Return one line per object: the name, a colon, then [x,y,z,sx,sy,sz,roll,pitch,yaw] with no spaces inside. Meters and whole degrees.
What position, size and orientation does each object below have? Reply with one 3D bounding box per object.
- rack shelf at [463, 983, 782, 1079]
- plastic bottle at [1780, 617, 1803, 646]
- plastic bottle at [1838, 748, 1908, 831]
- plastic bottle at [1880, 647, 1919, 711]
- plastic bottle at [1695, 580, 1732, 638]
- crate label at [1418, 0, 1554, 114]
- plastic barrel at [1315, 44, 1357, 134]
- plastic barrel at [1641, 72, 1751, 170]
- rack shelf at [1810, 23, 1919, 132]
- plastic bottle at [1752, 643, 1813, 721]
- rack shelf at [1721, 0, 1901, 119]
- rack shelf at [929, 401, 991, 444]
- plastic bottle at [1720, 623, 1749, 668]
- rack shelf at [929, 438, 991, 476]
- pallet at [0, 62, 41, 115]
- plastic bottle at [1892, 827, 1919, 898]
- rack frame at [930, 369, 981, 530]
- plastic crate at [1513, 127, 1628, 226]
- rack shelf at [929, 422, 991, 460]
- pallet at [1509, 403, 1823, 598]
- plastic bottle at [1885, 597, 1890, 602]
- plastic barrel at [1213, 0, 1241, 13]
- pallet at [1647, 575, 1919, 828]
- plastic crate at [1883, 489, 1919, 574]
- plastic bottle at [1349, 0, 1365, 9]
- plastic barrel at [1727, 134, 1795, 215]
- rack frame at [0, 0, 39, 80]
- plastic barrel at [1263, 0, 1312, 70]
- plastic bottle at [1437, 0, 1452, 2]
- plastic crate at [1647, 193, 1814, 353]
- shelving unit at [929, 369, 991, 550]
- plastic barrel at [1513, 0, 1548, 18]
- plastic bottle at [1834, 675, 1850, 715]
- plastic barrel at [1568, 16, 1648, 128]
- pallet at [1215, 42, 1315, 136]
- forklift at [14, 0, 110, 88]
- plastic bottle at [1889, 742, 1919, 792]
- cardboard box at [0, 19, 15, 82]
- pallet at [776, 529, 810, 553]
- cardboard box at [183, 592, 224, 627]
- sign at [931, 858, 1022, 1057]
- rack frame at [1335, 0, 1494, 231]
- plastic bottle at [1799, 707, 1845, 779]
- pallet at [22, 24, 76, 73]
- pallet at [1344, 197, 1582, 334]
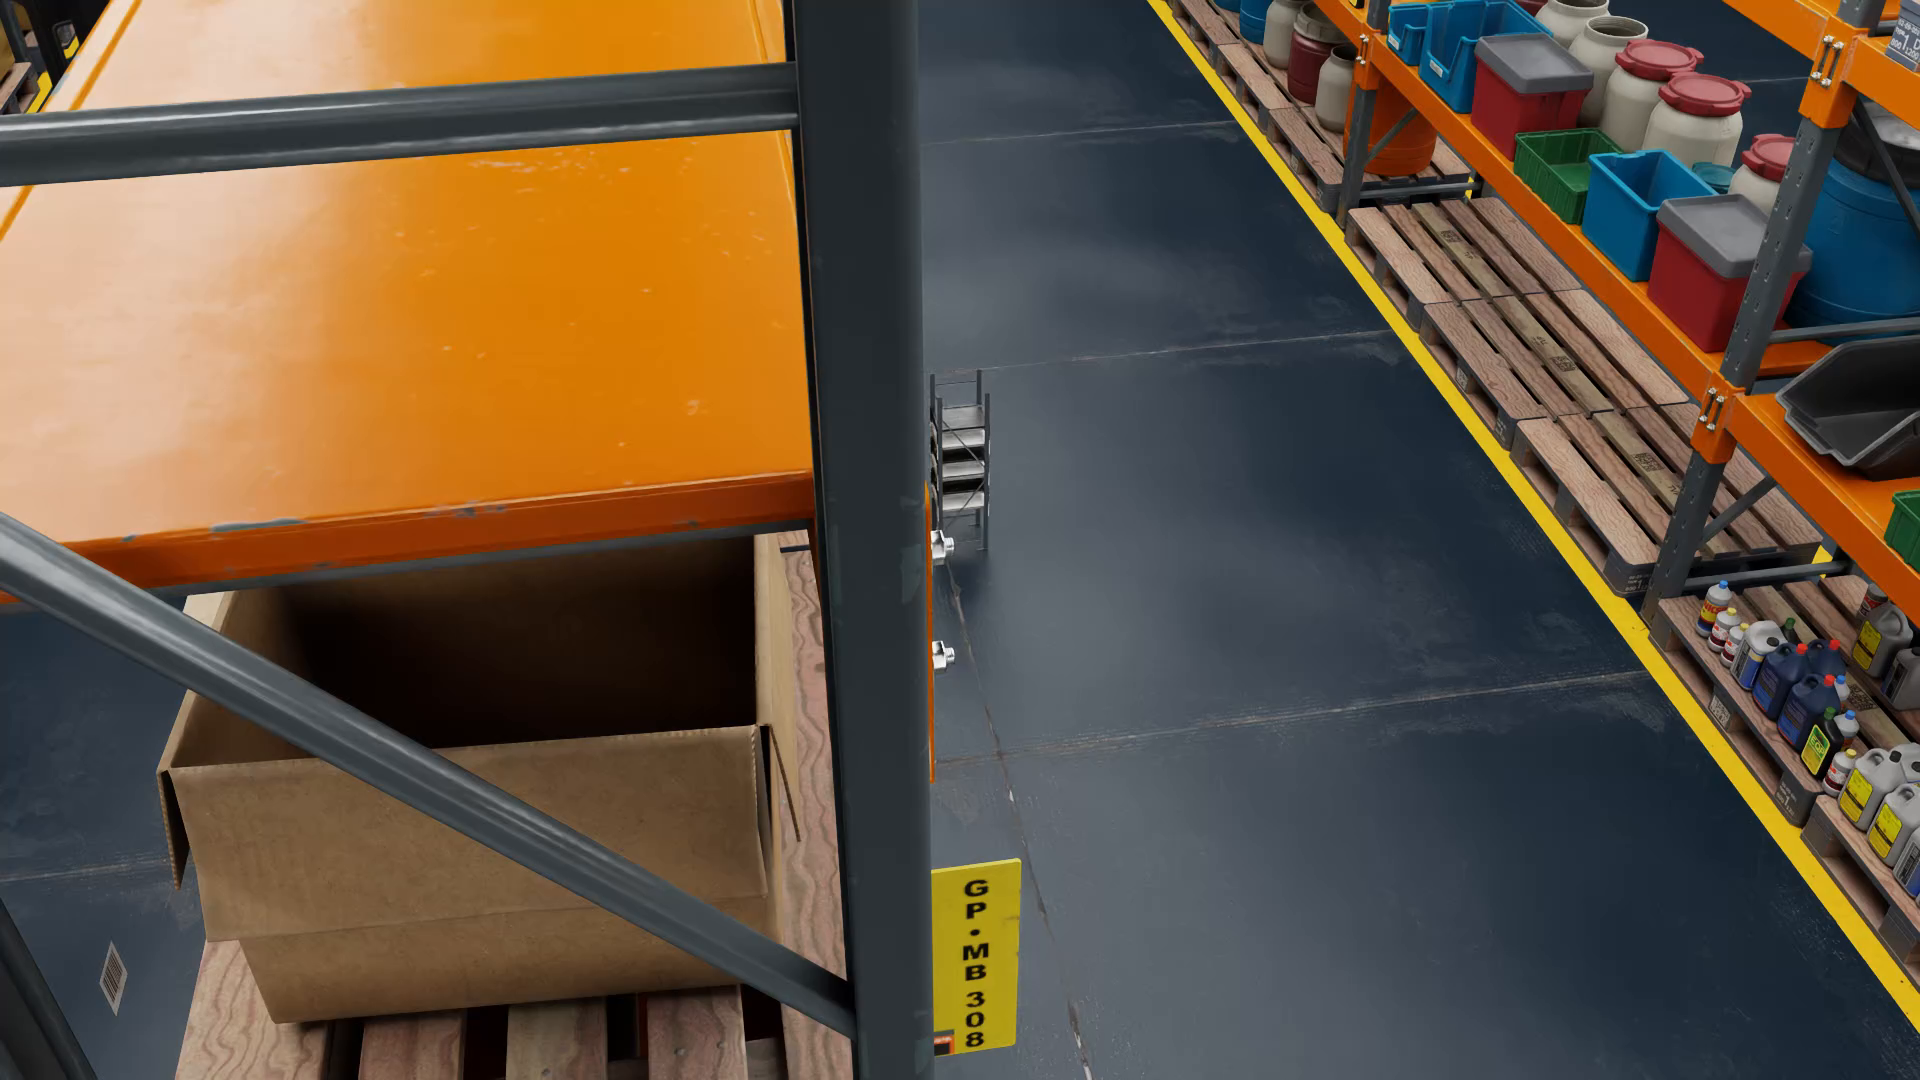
rack shelf: [-0.882,-0.016,3.867,1.077,0.370,4.000,-6,38,-8]
plastic bottle: [3.457,0.465,6.962,0.061,0.283,0.133,-6,38,-8]
plastic bottle: [3.485,0.921,6.320,0.144,0.351,0.185,-7,38,-8]
plastic bottle: [3.934,0.553,6.855,0.152,0.276,0.135,-6,38,-8]
plastic bottle: [3.269,0.289,7.198,0.097,0.271,0.097,0,38,0]
crate label: [2.851,-2.655,9.093,0.502,0.435,0.616,-6,38,-8]
plastic barrel: [2.654,-3.078,11.353,0.421,0.512,0.421,0,38,0]
plastic barrel: [3.564,-1.952,8.107,0.433,0.535,0.433,0,38,0]
rack shelf: [3.995,-0.546,4.550,1.077,0.370,4.000,-6,38,-8]
plastic bottle: [3.378,0.551,6.797,0.144,0.351,0.185,-5,38,-7]
rack shelf: [3.294,-2.962,7.660,1.077,0.370,4.000,-6,38,-8]
rack shelf: [-0.001,-0.547,7.735,0.258,0.077,0.200,-6,38,-8]
plastic bottle: [3.305,0.440,7.061,0.097,0.201,0.097,0,38,0]
rack shelf: [-0.001,-0.405,7.845,0.258,0.077,0.200,-6,38,-8]
pallet: [-7.302,-3.061,11.918,1.003,0.211,1.213,-6,38,-8]
plastic bottle: [3.551,1.163,6.070,0.152,0.276,0.135,-7,38,-9]
rack frame: [-0.019,-0.422,7.959,0.240,0.900,0.006,-6,38,-8]
plastic crate: [3.062,-1.792,8.184,0.450,0.188,0.662,-6,38,-8]
rack shelf: [-0.001,-0.476,7.790,0.258,0.077,0.200,-6,38,-8]
pallet: [3.469,-0.223,8.265,1.003,0.211,1.213,-6,38,-8]
plastic bottle: [4.054,0.300,7.174,0.061,0.283,0.133,-4,38,-6]
plastic barrel: [2.321,-4.693,13.113,0.600,0.901,0.708,-6,38,-8]
pallet: [3.721,0.657,7.132,1.003,0.211,1.213,-6,38,-8]
plastic crate: [3.605,0.080,5.775,0.450,0.188,0.662,-6,38,-8]
plastic bottle: [2.453,-3.422,10.205,0.061,0.283,0.133,-6,38,-8]
plastic barrel: [3.693,-1.509,7.537,0.433,0.535,0.433,0,38,0]
rack frame: [-7.511,-4.620,11.652,1.000,3.000,0.127,-6,38,-8]
plastic barrel: [2.456,-3.761,12.231,0.421,0.512,0.421,0,38,0]
plastic bottle: [3.036,-3.501,10.312,0.152,0.276,0.135,-6,38,-8]
plastic crate: [3.259,-1.139,7.119,0.402,0.464,0.583,-6,38,-8]
shelving unit: [-0.001,-0.360,7.880,0.258,0.900,0.210,-6,38,-8]
plastic barrel: [3.323,-3.076,9.553,0.600,0.536,0.708,-6,38,-8]
plastic bottle: [3.522,0.656,6.725,0.097,0.271,0.097,0,38,0]
plastic barrel: [3.408,-2.461,8.782,0.421,0.512,0.421,0,38,0]
pallet: [2.554,-3.376,12.323,1.003,0.211,1.213,-6,38,-8]
forklift: [-3.887,-1.963,8.287,3.031,2.935,1.130,30,47,33]
plastic bottle: [3.627,0.920,6.383,0.152,0.276,0.135,-6,38,-8]
cardboard box: [-7.269,-3.559,11.696,0.750,0.750,0.750,-6,38,-7]
pallet: [-0.847,-0.225,3.622,1.003,0.211,1.213,-6,38,-8]
cardboard box: [-0.993,0.079,2.824,0.500,0.250,0.500,-6,38,-8]
sign: [0.016,0.475,1.871,0.100,0.325,0.005,-6,38,-8]
rack frame: [2.943,-3.270,9.914,1.000,3.000,0.127,-6,38,-8]
plastic bottle: [3.399,0.795,6.537,0.061,0.283,0.133,-5,38,-6]
pallet: [-7.568,-3.987,13.110,1.003,0.211,1.213,-6,38,-8]
pallet: [3.041,-1.697,10.162,1.003,0.211,1.213,-6,38,-8]
